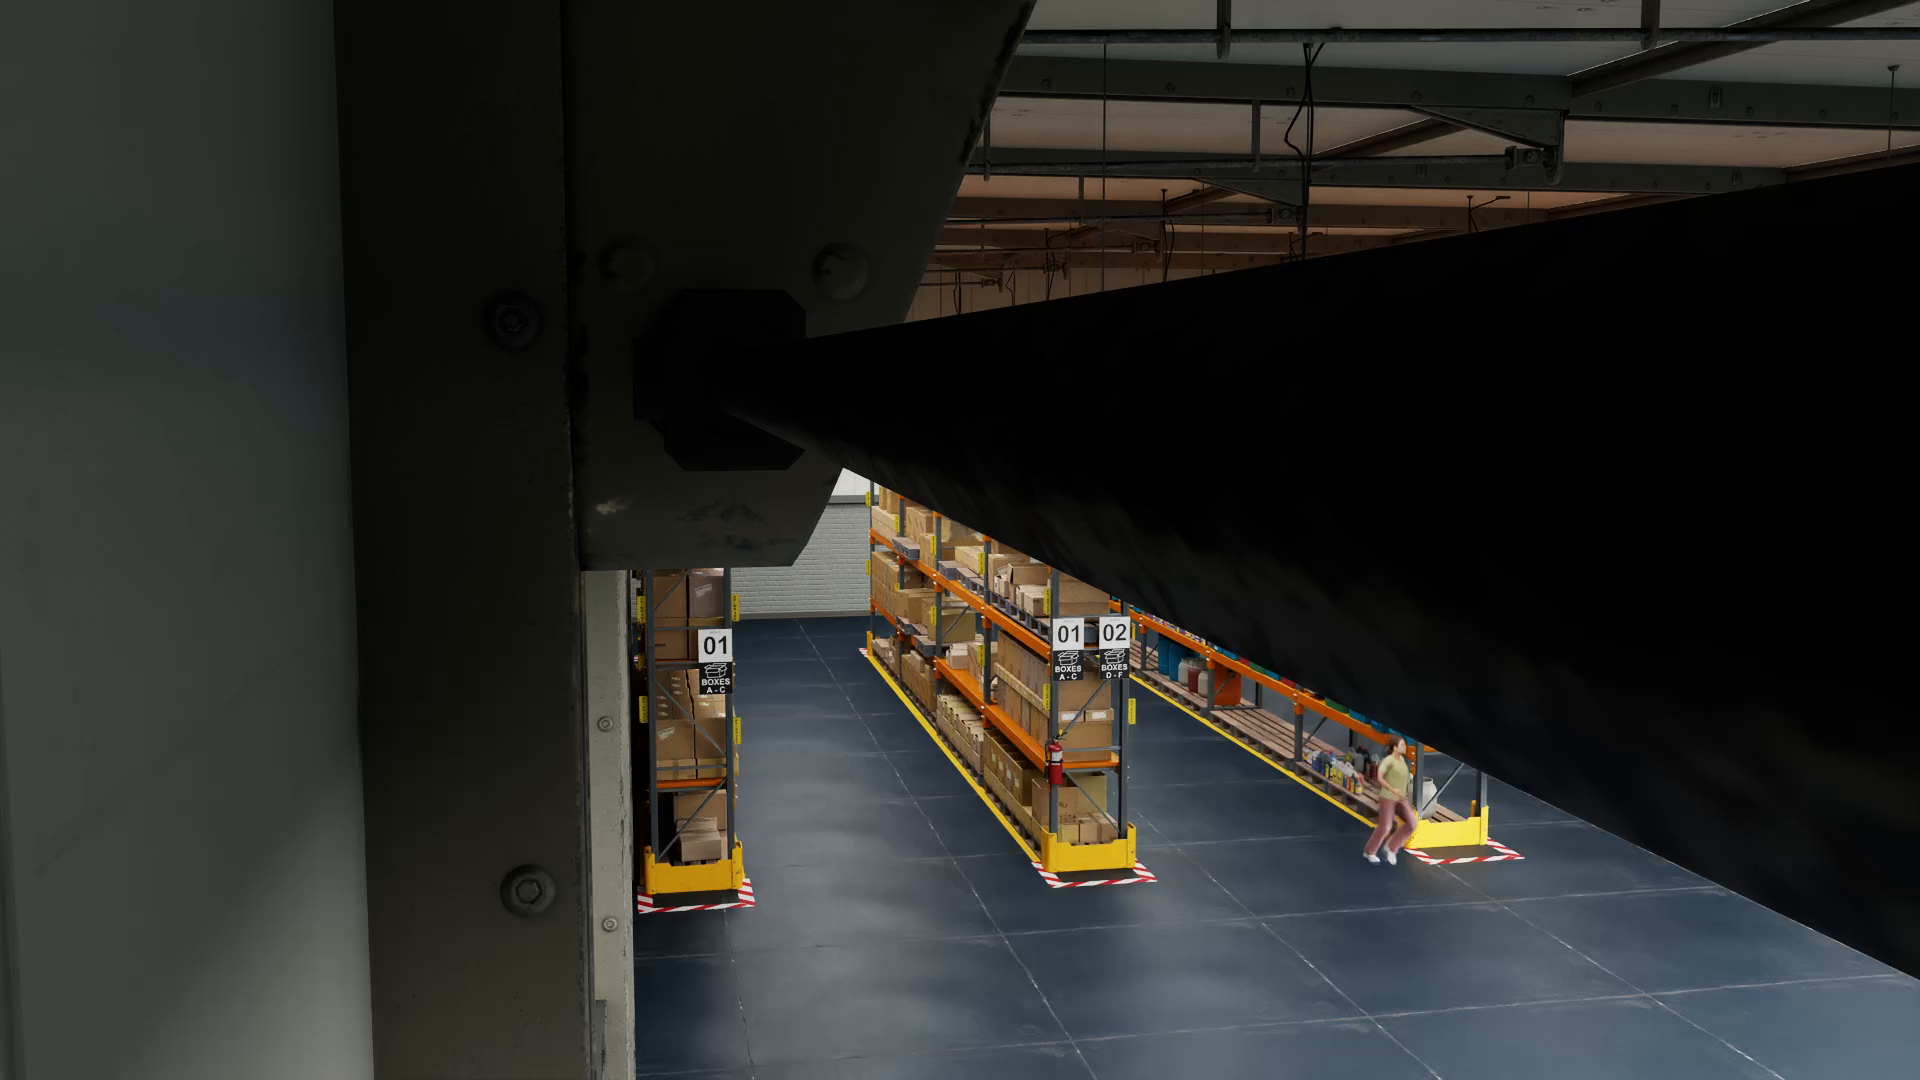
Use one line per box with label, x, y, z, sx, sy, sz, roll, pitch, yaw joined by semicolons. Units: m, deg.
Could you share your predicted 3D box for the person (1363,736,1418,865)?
person;5.552;3.305;21.225;0.640;1.633;0.632;-5;8;-39
